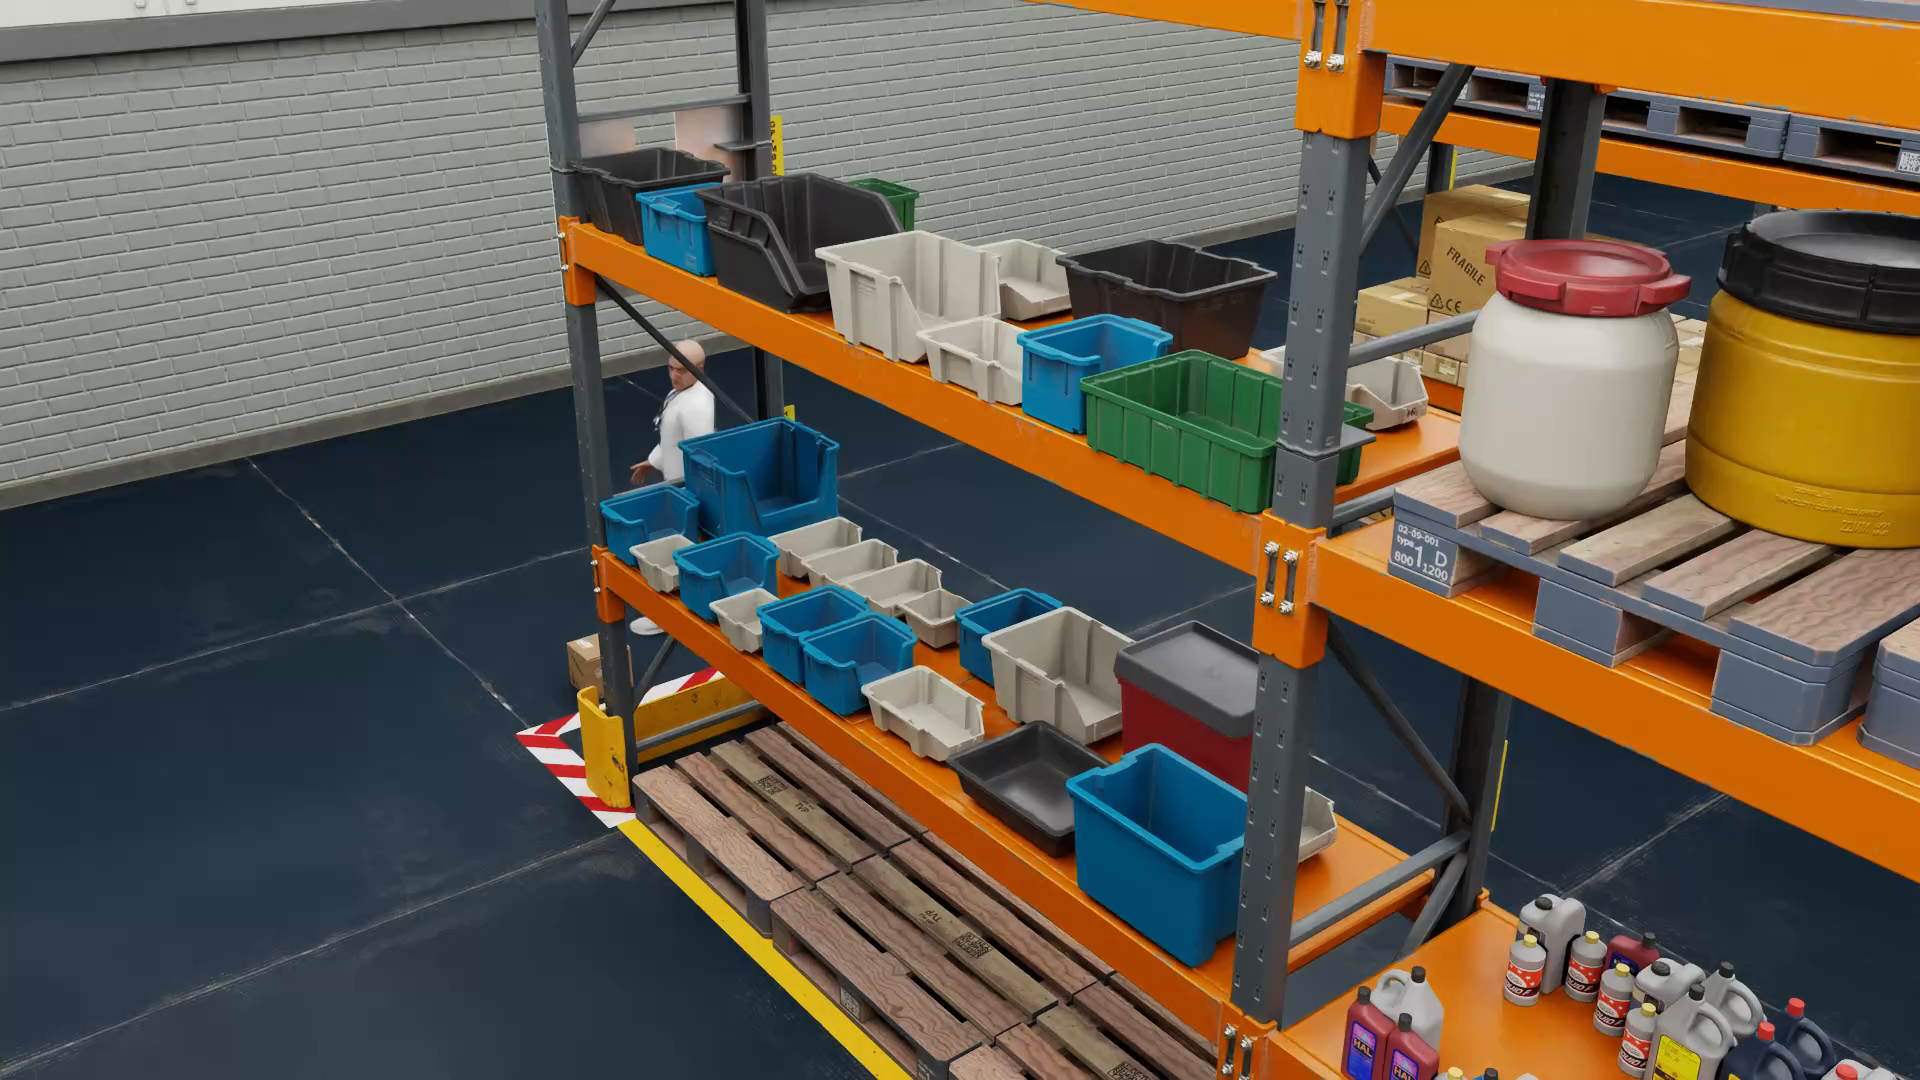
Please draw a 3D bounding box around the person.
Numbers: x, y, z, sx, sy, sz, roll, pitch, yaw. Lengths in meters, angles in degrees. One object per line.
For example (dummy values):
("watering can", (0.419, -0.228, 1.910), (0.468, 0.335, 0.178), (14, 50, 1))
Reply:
("person", (-1.568, -0.256, 9.165), (0.675, 1.781, 0.605), (-1, 24, -2))
